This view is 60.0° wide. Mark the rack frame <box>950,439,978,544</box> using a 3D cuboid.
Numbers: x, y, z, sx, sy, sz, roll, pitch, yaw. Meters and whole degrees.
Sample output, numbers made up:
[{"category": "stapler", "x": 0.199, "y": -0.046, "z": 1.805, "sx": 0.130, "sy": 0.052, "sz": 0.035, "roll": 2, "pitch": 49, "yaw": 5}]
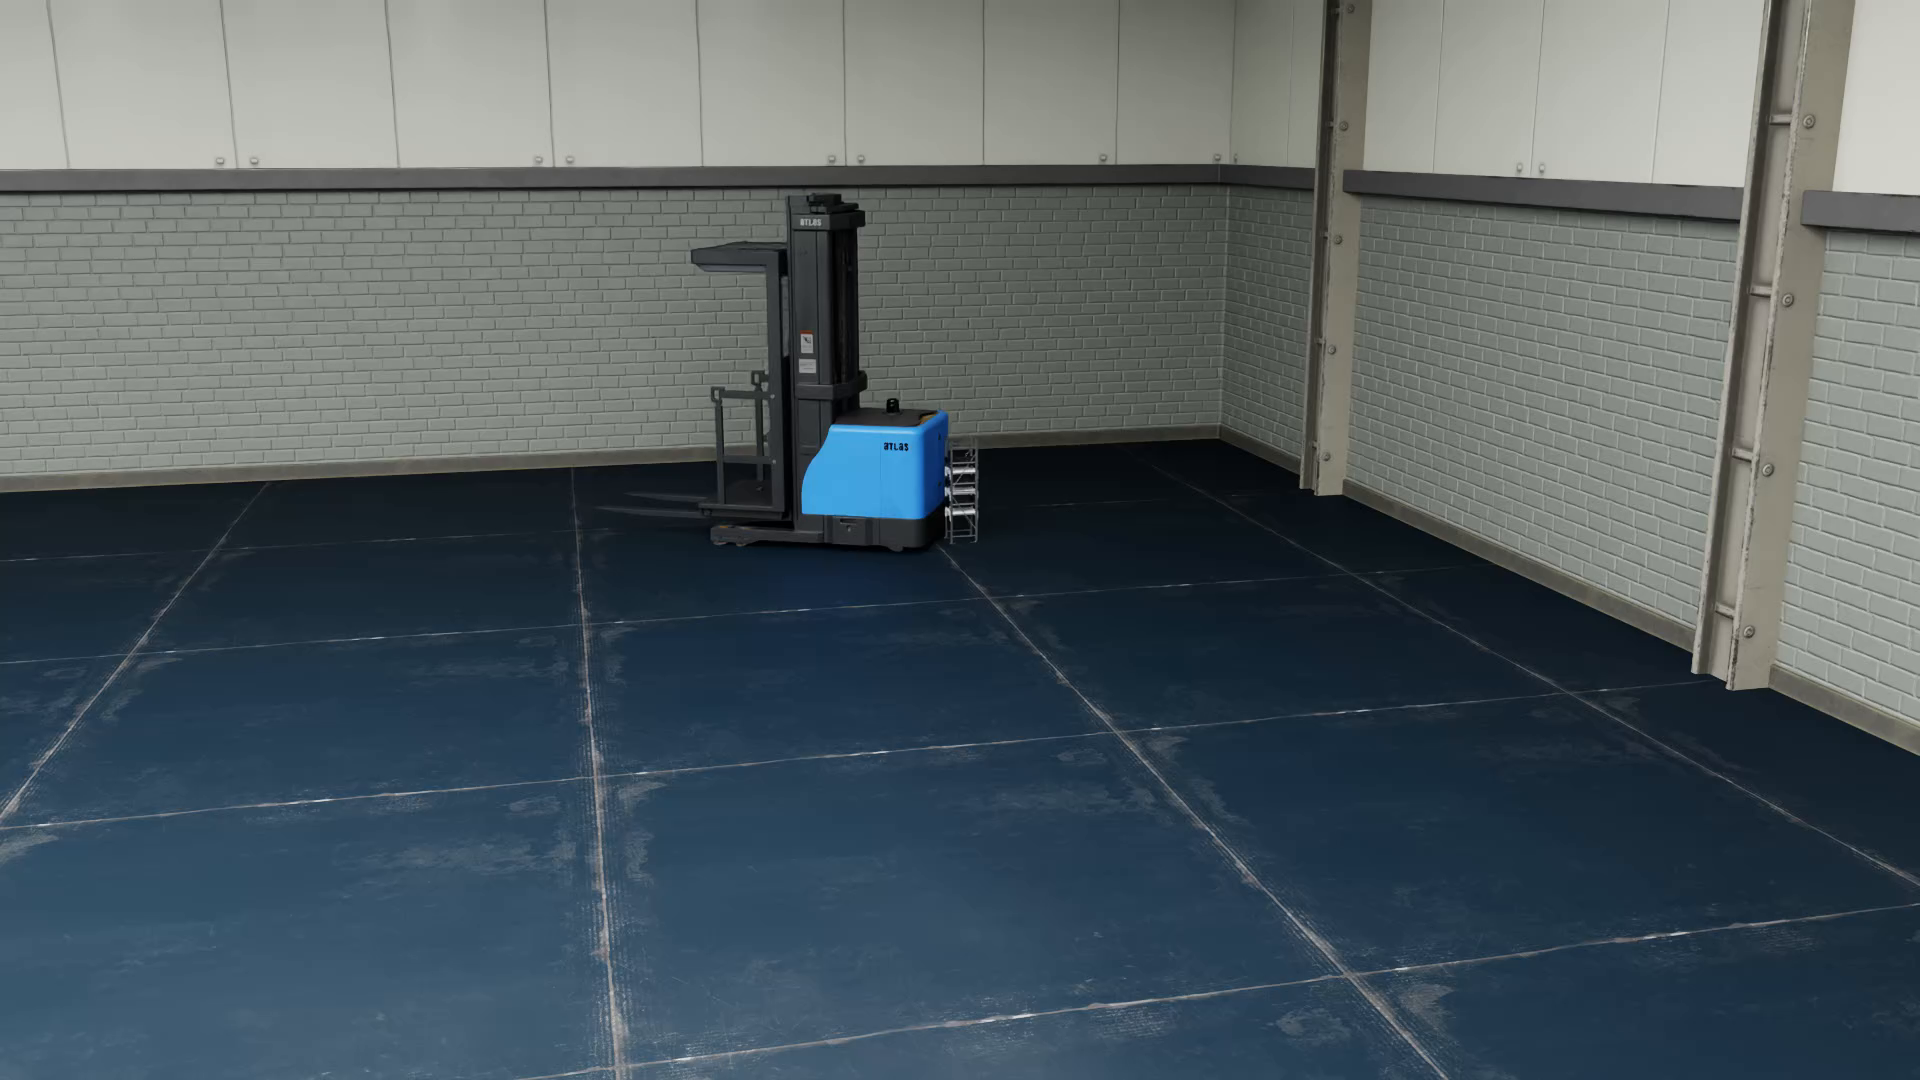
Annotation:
[{"category": "rack frame", "x": 0.035, "y": -0.411, "z": 14.213, "sx": 0.240, "sy": 0.900, "sz": 0.006, "roll": -3, "pitch": 14, "yaw": -12}]

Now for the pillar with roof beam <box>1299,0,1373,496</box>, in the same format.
[{"category": "pillar with roof beam", "x": -0.610, "y": -4.617, "z": 14.364, "sx": 9.100, "sy": 9.000, "sz": 0.400, "roll": -3, "pitch": 14, "yaw": -13}]

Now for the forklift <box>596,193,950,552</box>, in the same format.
[{"category": "forklift", "x": -1.661, "y": -1.486, "z": 14.335, "sx": 3.031, "sy": 2.935, "sz": 1.130, "roll": 3, "pitch": 14, "yaw": 13}]

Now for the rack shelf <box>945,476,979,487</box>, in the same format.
[{"category": "rack shelf", "x": 0.012, "y": -0.490, "z": 14.296, "sx": 0.258, "sy": 0.077, "sz": 0.200, "roll": -3, "pitch": 14, "yaw": -12}]

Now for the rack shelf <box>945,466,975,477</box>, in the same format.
[{"category": "rack shelf", "x": 0.012, "y": -0.577, "z": 14.275, "sx": 0.258, "sy": 0.077, "sz": 0.200, "roll": -3, "pitch": 14, "yaw": -12}]

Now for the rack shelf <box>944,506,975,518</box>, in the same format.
[{"category": "rack shelf", "x": 0.012, "y": -0.227, "z": 14.360, "sx": 0.258, "sy": 0.077, "sz": 0.200, "roll": -3, "pitch": 14, "yaw": -12}]

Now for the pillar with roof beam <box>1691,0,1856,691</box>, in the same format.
[{"category": "pillar with roof beam", "x": 0.800, "y": -3.233, "z": 8.698, "sx": 9.100, "sy": 9.000, "sz": 0.400, "roll": -3, "pitch": 14, "yaw": -13}]

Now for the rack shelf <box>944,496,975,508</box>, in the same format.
[{"category": "rack shelf", "x": 0.012, "y": -0.315, "z": 14.339, "sx": 0.258, "sy": 0.077, "sz": 0.200, "roll": -3, "pitch": 14, "yaw": -12}]

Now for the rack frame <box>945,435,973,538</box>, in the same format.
[{"category": "rack frame", "x": -0.010, "y": -0.458, "z": 14.406, "sx": 0.240, "sy": 0.900, "sz": 0.006, "roll": -3, "pitch": 14, "yaw": -12}]

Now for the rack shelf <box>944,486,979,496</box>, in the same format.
[{"category": "rack shelf", "x": 0.012, "y": -0.402, "z": 14.318, "sx": 0.258, "sy": 0.077, "sz": 0.200, "roll": -3, "pitch": 14, "yaw": -12}]

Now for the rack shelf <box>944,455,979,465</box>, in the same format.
[{"category": "rack shelf", "x": 0.012, "y": -0.665, "z": 14.254, "sx": 0.258, "sy": 0.077, "sz": 0.200, "roll": -3, "pitch": 14, "yaw": -12}]

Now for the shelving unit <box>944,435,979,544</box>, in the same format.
[{"category": "shelving unit", "x": 0.012, "y": -0.435, "z": 14.310, "sx": 0.258, "sy": 0.900, "sz": 0.210, "roll": -3, "pitch": 14, "yaw": -12}]
